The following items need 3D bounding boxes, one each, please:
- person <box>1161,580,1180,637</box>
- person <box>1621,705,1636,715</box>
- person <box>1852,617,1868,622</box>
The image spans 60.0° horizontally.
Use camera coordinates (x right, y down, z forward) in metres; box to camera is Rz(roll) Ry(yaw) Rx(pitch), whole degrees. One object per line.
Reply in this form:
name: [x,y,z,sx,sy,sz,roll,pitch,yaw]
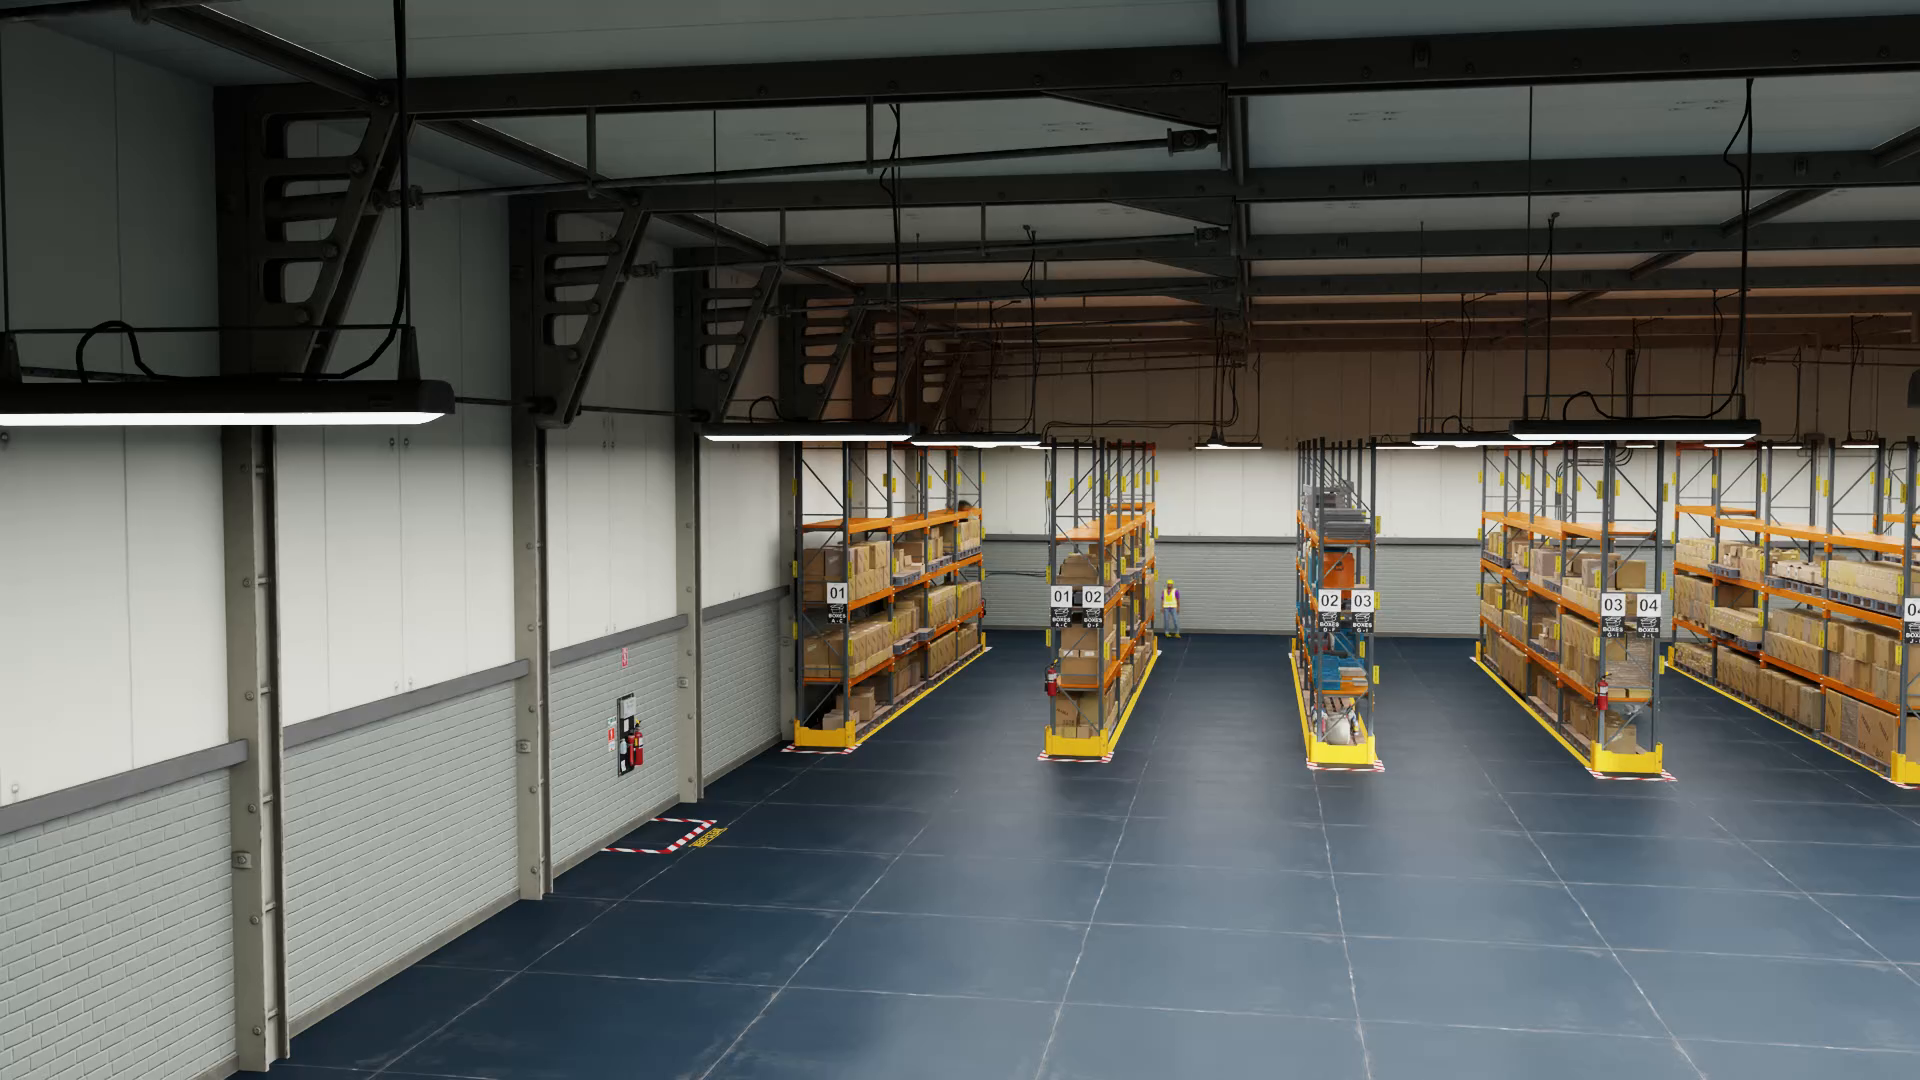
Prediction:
person: [6.539,2.116,51.544,0.598,1.768,0.467,0,3,9]
person: [14.612,2.969,36.277,0.421,1.677,0.444,2,4,36]
person: [25.816,2.330,47.595,1.053,1.731,0.616,0,3,-3]
